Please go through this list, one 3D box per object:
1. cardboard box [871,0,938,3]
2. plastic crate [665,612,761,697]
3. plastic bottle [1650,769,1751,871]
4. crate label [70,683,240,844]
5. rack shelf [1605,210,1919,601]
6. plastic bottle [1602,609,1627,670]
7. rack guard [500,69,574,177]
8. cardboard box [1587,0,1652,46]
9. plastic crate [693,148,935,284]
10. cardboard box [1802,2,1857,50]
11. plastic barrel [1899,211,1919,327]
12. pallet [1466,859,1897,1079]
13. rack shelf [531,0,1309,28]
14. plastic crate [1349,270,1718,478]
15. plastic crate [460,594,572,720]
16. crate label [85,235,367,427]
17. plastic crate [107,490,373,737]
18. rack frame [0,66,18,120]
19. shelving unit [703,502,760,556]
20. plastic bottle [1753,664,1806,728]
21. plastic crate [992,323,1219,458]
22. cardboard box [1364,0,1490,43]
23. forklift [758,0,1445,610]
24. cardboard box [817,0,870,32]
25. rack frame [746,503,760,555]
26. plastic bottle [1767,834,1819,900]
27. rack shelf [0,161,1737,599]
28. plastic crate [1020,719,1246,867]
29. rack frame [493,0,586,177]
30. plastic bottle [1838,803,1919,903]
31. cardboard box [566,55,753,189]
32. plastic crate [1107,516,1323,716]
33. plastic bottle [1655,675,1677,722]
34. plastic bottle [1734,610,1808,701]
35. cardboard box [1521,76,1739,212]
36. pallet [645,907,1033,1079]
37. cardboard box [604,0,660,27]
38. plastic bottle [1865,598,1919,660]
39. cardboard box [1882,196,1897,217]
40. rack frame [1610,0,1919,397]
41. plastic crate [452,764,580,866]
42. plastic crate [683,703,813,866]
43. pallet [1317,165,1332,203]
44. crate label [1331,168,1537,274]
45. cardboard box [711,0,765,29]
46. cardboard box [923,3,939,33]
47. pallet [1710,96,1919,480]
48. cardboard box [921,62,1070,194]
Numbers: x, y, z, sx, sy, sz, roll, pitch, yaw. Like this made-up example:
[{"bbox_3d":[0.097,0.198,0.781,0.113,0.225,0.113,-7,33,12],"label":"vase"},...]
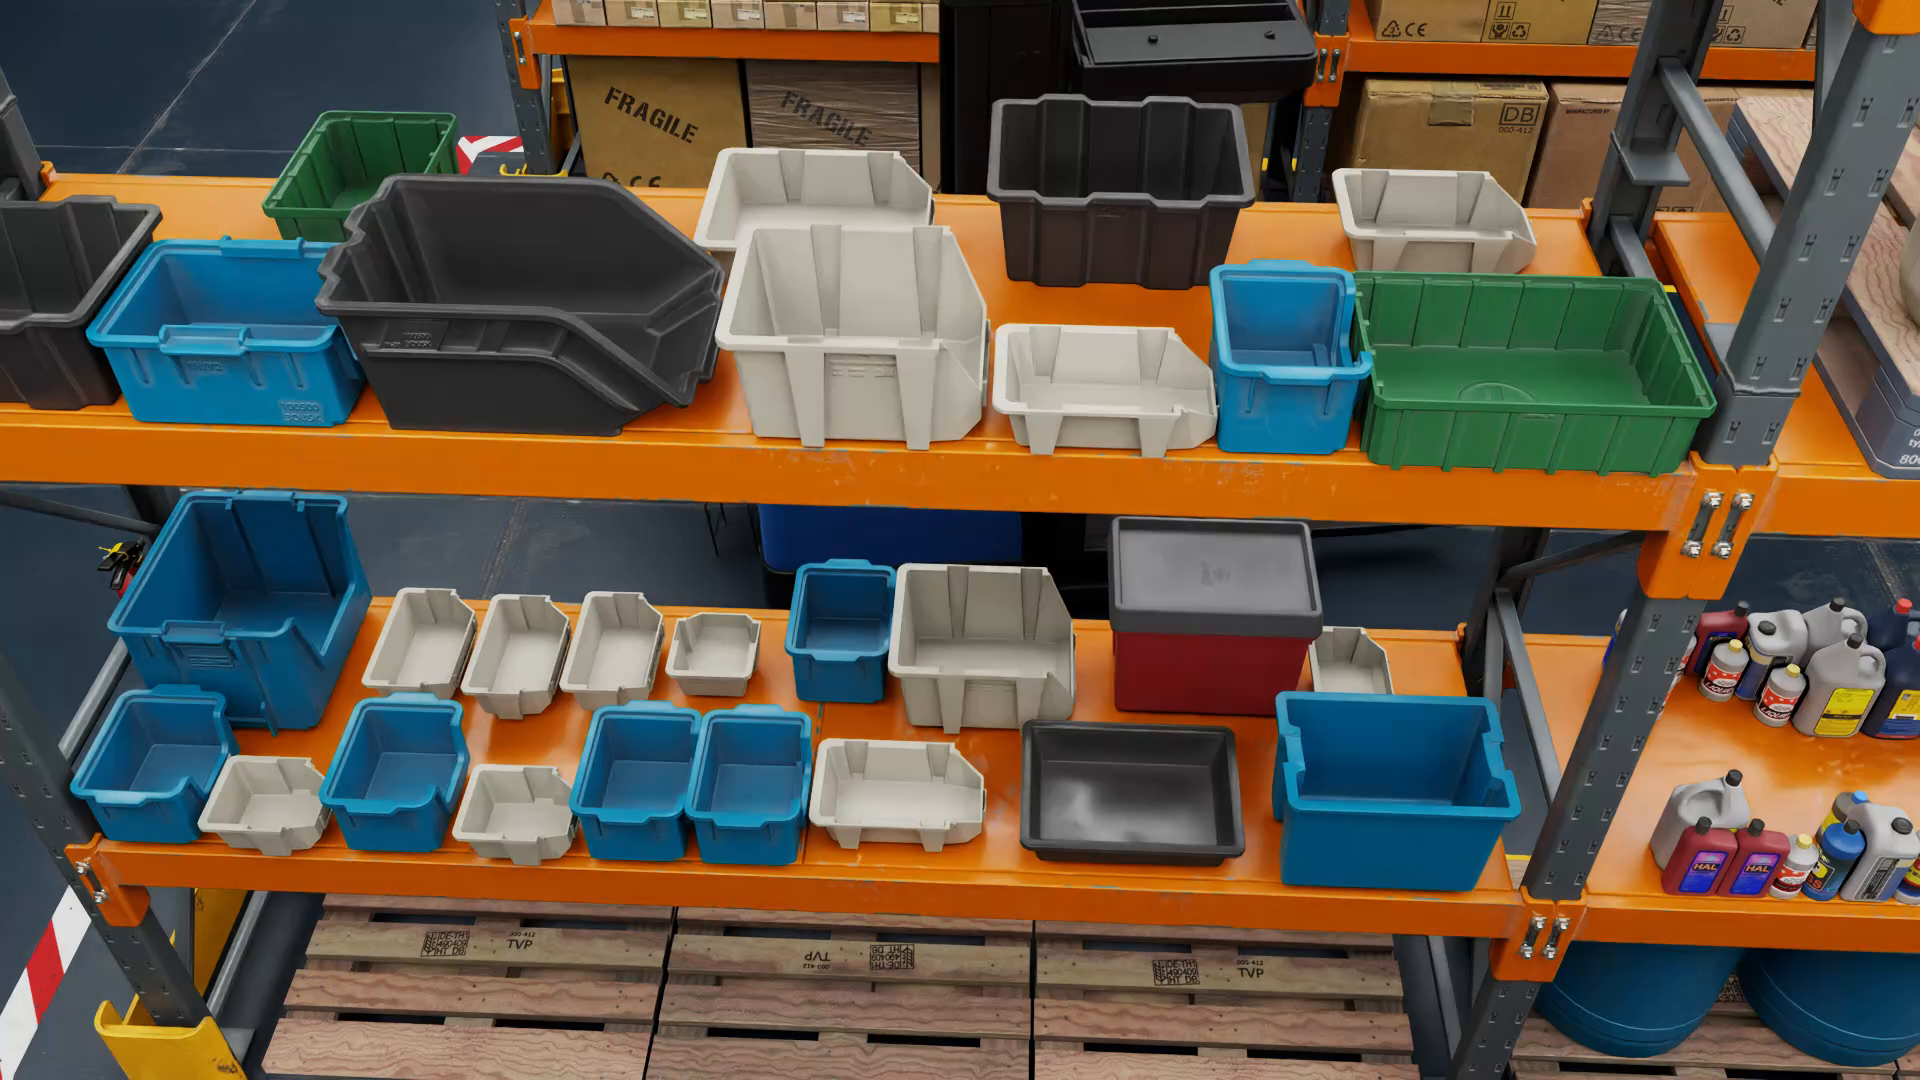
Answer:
[{"bbox_3d":[-0.172,-2.831,8.065,0.500,0.250,0.500,1,43,1],"label":"cardboard box"},{"bbox_3d":[-0.718,0.339,4.920,0.250,0.136,0.298,2,43,2],"label":"plastic crate"},{"bbox_3d":[1.968,0.729,4.388,0.185,0.351,0.144,2,43,2],"label":"plastic bottle"},{"bbox_3d":[-2.174,0.627,4.541,0.303,0.233,0.416,2,43,2],"label":"crate label"},{"bbox_3d":[3.589,-0.295,3.778,4.000,0.370,1.077,2,43,2],"label":"rack shelf"},{"bbox_3d":[1.999,0.316,4.887,0.135,0.276,0.152,2,43,2],"label":"plastic bottle"},{"bbox_3d":[-2.206,-2.103,9.226,0.348,0.500,1.175,2,43,2],"label":"rack guard"},{"bbox_3d":[3.264,-2.716,7.977,0.500,0.500,0.500,1,43,1],"label":"cardboard box"},{"bbox_3d":[-0.330,-0.751,3.934,0.530,0.136,0.437,2,43,2],"label":"plastic crate"},{"bbox_3d":[4.289,-2.688,7.946,0.500,0.500,0.500,0,43,1],"label":"cardboard box"},{"bbox_3d":[2.105,-0.636,3.209,0.433,0.535,0.433,0,43,0],"label":"plastic barrel"},{"bbox_3d":[2.359,1.551,5.516,1.213,0.211,1.003,2,43,2],"label":"pallet"},{"bbox_3d":[-0.184,-2.764,8.486,3.809,0.124,0.919,2,43,2],"label":"rack shelf"},{"bbox_3d":[1.154,-0.349,3.464,0.662,0.188,0.450,2,43,2],"label":"plastic crate"},{"bbox_3d":[-1.294,0.350,4.908,0.243,0.136,0.396,2,43,2],"label":"plastic crate"},{"bbox_3d":[-1.498,-0.439,3.515,0.502,0.251,0.408,2,43,2],"label":"crate label"},{"bbox_3d":[-2.062,0.204,4.846,0.499,0.435,0.616,2,43,2],"label":"plastic crate"},{"bbox_3d":[-2.405,-1.840,2.708,0.127,3.000,1.000,2,43,2],"label":"rack frame"},{"bbox_3d":[-1.015,-0.455,6.934,0.189,1.200,0.258,-2,43,5],"label":"shelving unit"},{"bbox_3d":[2.377,0.440,4.809,0.097,0.201,0.097,0,43,0],"label":"plastic bottle"},{"bbox_3d":[0.303,-0.303,3.453,0.466,0.136,0.293,2,43,2],"label":"plastic crate"},{"bbox_3d":[2.262,-2.747,8.010,0.500,0.500,0.500,2,43,2],"label":"cardboard box"},{"bbox_3d":[0.660,-1.143,6.412,3.031,2.935,1.130,-3,43,-4],"label":"forklift"},{"bbox_3d":[-0.558,-2.652,8.166,0.250,0.149,0.380,1,43,1],"label":"cardboard box"},{"bbox_3d":[-0.924,-0.458,6.926,0.006,1.200,0.240,-2,43,5],"label":"rack frame"},{"bbox_3d":[2.187,0.848,4.370,0.097,0.201,0.097,0,43,0],"label":"plastic bottle"},{"bbox_3d":[-0.407,-0.417,3.910,4.000,0.370,1.077,2,43,2],"label":"rack shelf"},{"bbox_3d":[0.460,0.706,4.535,0.590,0.125,0.437,2,43,2],"label":"plastic crate"},{"bbox_3d":[-2.182,-3.017,8.374,0.127,3.000,1.000,2,43,2],"label":"rack frame"},{"bbox_3d":[2.401,0.809,4.358,0.135,0.276,0.152,2,43,2],"label":"plastic bottle"},{"bbox_3d":[-1.539,-2.428,8.992,0.875,0.875,0.875,2,43,2],"label":"cardboard box"},{"bbox_3d":[0.710,0.235,4.792,0.583,0.464,0.402,2,43,2],"label":"plastic crate"},{"bbox_3d":[2.012,0.428,4.821,0.097,0.201,0.097,0,43,0],"label":"plastic bottle"},{"bbox_3d":[2.364,0.327,4.875,0.135,0.276,0.152,2,43,2],"label":"plastic bottle"},{"bbox_3d":[3.347,-2.238,8.788,0.875,0.875,1.225,0,43,0],"label":"cardboard box"},{"bbox_3d":[-0.368,1.467,5.606,1.213,0.211,1.003,2,43,2],"label":"pallet"},{"bbox_3d":[-1.586,-2.683,8.199,0.250,0.149,0.380,1,43,1],"label":"cardboard box"},{"bbox_3d":[2.708,0.307,4.841,0.185,0.351,0.144,2,43,2],"label":"plastic bottle"},{"bbox_3d":[5.121,-2.183,8.729,0.875,0.875,1.225,0,43,0],"label":"cardboard box"},{"bbox_3d":[1.591,-1.717,2.576,0.127,3.000,1.000,2,43,2],"label":"rack frame"},{"bbox_3d":[-1.179,0.749,4.480,0.298,0.136,0.250,2,43,2],"label":"plastic crate"},{"bbox_3d":[-0.558,0.676,4.488,0.300,0.233,0.416,2,43,2],"label":"plastic crate"},{"bbox_3d":[2.588,-1.902,9.222,1.213,0.211,1.003,2,43,2],"label":"pallet"},{"bbox_3d":[1.115,-0.735,3.916,0.466,0.136,0.293,2,43,2],"label":"crate label"},{"bbox_3d":[-1.070,-2.668,8.183,0.250,0.149,0.380,1,43,1],"label":"cardboard box"},{"bbox_3d":[-0.044,-2.637,8.149,0.250,0.149,0.380,2,43,3],"label":"cardboard box"},{"bbox_3d":[2.378,-0.593,3.709,1.003,0.211,1.213,2,43,2],"label":"pallet"},{"bbox_3d":[0.259,-2.373,8.933,0.875,0.875,0.875,2,43,2],"label":"cardboard box"}]
